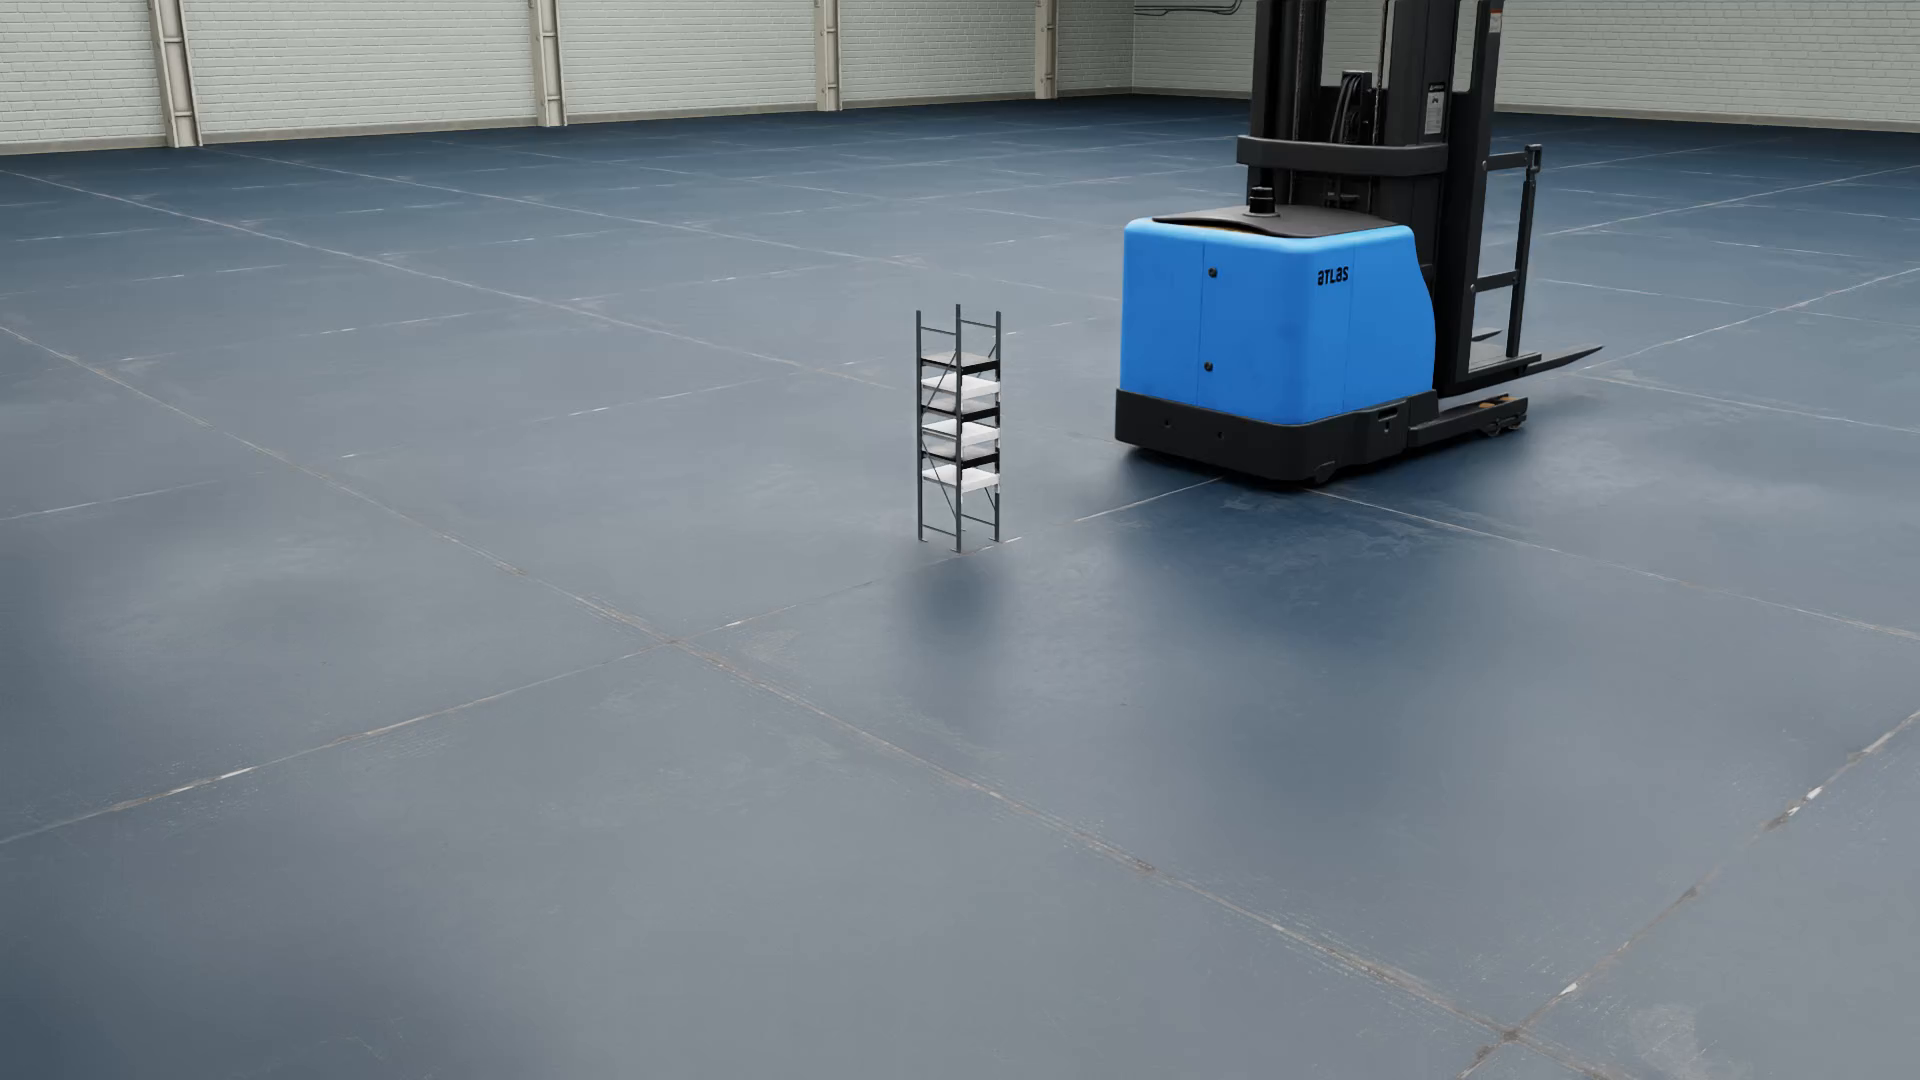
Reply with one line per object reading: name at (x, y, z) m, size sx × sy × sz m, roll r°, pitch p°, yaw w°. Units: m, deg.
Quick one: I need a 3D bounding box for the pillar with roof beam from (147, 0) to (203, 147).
pillar with roof beam at (-8.272, -9.028, 19.739) m, size 0.400 × 9.000 × 9.100 m, roll -16°, pitch 24°, yaw -41°

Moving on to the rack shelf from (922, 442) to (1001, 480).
rack shelf at (-0.006, -0.309, 6.379) m, size 0.200 × 0.077 × 0.258 m, roll -16°, pitch 24°, yaw -41°

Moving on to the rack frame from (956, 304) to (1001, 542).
rack frame at (0.068, -0.448, 6.407) m, size 0.006 × 0.900 × 0.240 m, roll -16°, pitch 24°, yaw -41°

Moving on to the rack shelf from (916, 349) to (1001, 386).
rack shelf at (-0.006, -0.651, 6.268) m, size 0.200 × 0.077 × 0.258 m, roll -16°, pitch 24°, yaw -41°

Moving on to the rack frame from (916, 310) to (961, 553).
rack frame at (-0.080, -0.405, 6.274) m, size 0.006 × 0.900 × 0.240 m, roll -16°, pitch 24°, yaw -41°

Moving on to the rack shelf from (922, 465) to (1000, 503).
rack shelf at (-0.006, -0.223, 6.406) m, size 0.200 × 0.077 × 0.258 m, roll -16°, pitch 24°, yaw -41°

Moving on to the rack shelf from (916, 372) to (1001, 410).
rack shelf at (-0.006, -0.566, 6.295) m, size 0.200 × 0.077 × 0.258 m, roll -16°, pitch 24°, yaw -41°

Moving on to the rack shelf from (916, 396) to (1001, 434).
rack shelf at (-0.006, -0.480, 6.323) m, size 0.200 × 0.077 × 0.258 m, roll -16°, pitch 24°, yaw -41°

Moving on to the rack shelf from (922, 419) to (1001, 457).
rack shelf at (-0.006, -0.395, 6.351) m, size 0.200 × 0.077 × 0.258 m, roll -16°, pitch 24°, yaw -41°

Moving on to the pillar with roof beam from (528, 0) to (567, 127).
pillar with roof beam at (-3.912, -10.300, 23.661) m, size 0.400 × 9.000 × 9.100 m, roll -16°, pitch 24°, yaw -41°

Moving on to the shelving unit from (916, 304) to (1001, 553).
shelving unit at (-0.006, -0.426, 6.341) m, size 0.210 × 0.900 × 0.258 m, roll -16°, pitch 24°, yaw -41°

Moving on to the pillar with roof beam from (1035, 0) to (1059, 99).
pillar with roof beam at (4.807, -12.842, 31.503) m, size 0.400 × 9.000 × 9.100 m, roll -16°, pitch 24°, yaw -41°

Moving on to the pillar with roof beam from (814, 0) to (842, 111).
pillar with roof beam at (0.447, -11.571, 27.582) m, size 0.400 × 9.000 × 9.100 m, roll -16°, pitch 24°, yaw -41°

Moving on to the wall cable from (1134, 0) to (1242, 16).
wall cable at (4.898, -12.658, 35.969) m, size 0.112 × 2.526 × 3.097 m, roll -16°, pitch 24°, yaw -41°

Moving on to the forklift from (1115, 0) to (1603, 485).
forklift at (2.144, -1.995, 7.886) m, size 3.031 × 2.935 × 1.130 m, roll -16°, pitch 24°, yaw -40°
